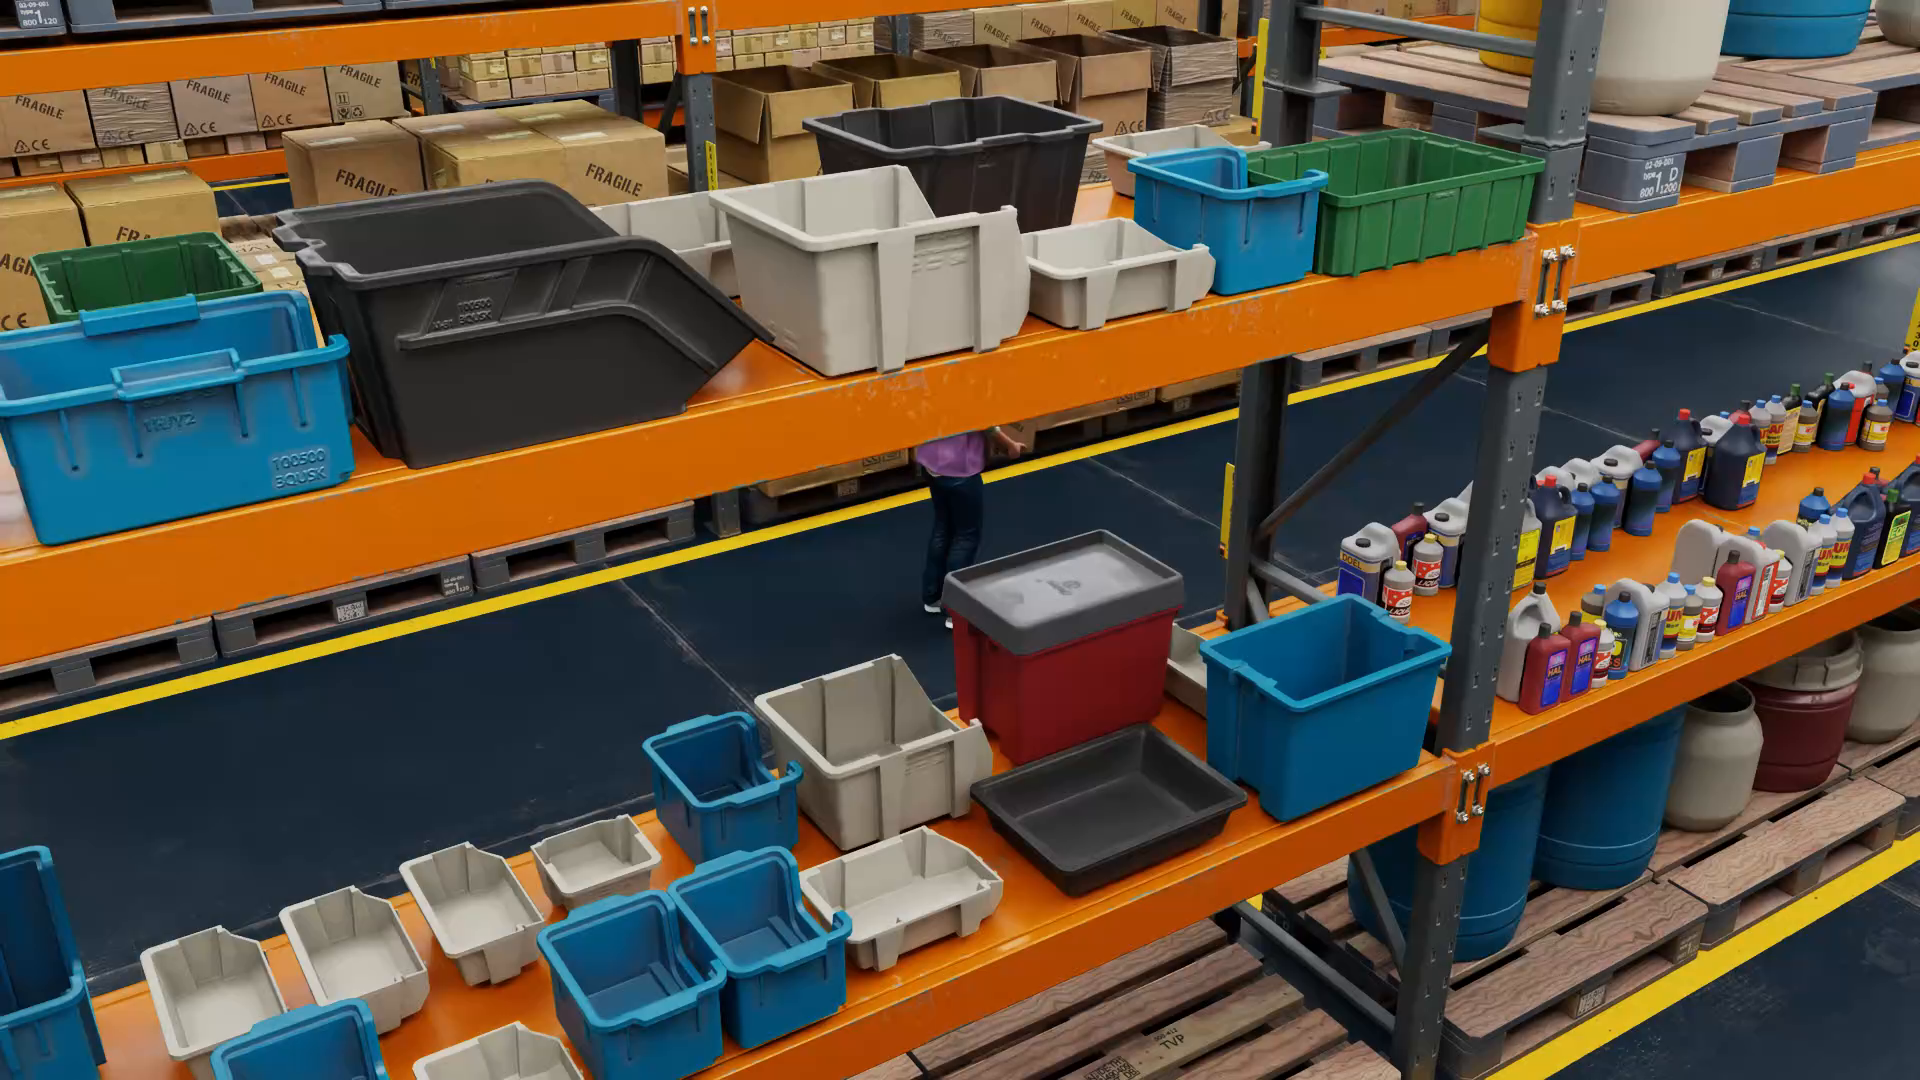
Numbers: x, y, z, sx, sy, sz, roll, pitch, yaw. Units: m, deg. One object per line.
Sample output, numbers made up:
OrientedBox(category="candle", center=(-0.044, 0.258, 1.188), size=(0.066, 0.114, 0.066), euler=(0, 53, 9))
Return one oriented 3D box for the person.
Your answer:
OrientedBox(category="person", center=(0.033, -0.364, 7.891), size=(0.500, 1.588, 0.406), euler=(-15, 30, -29))
